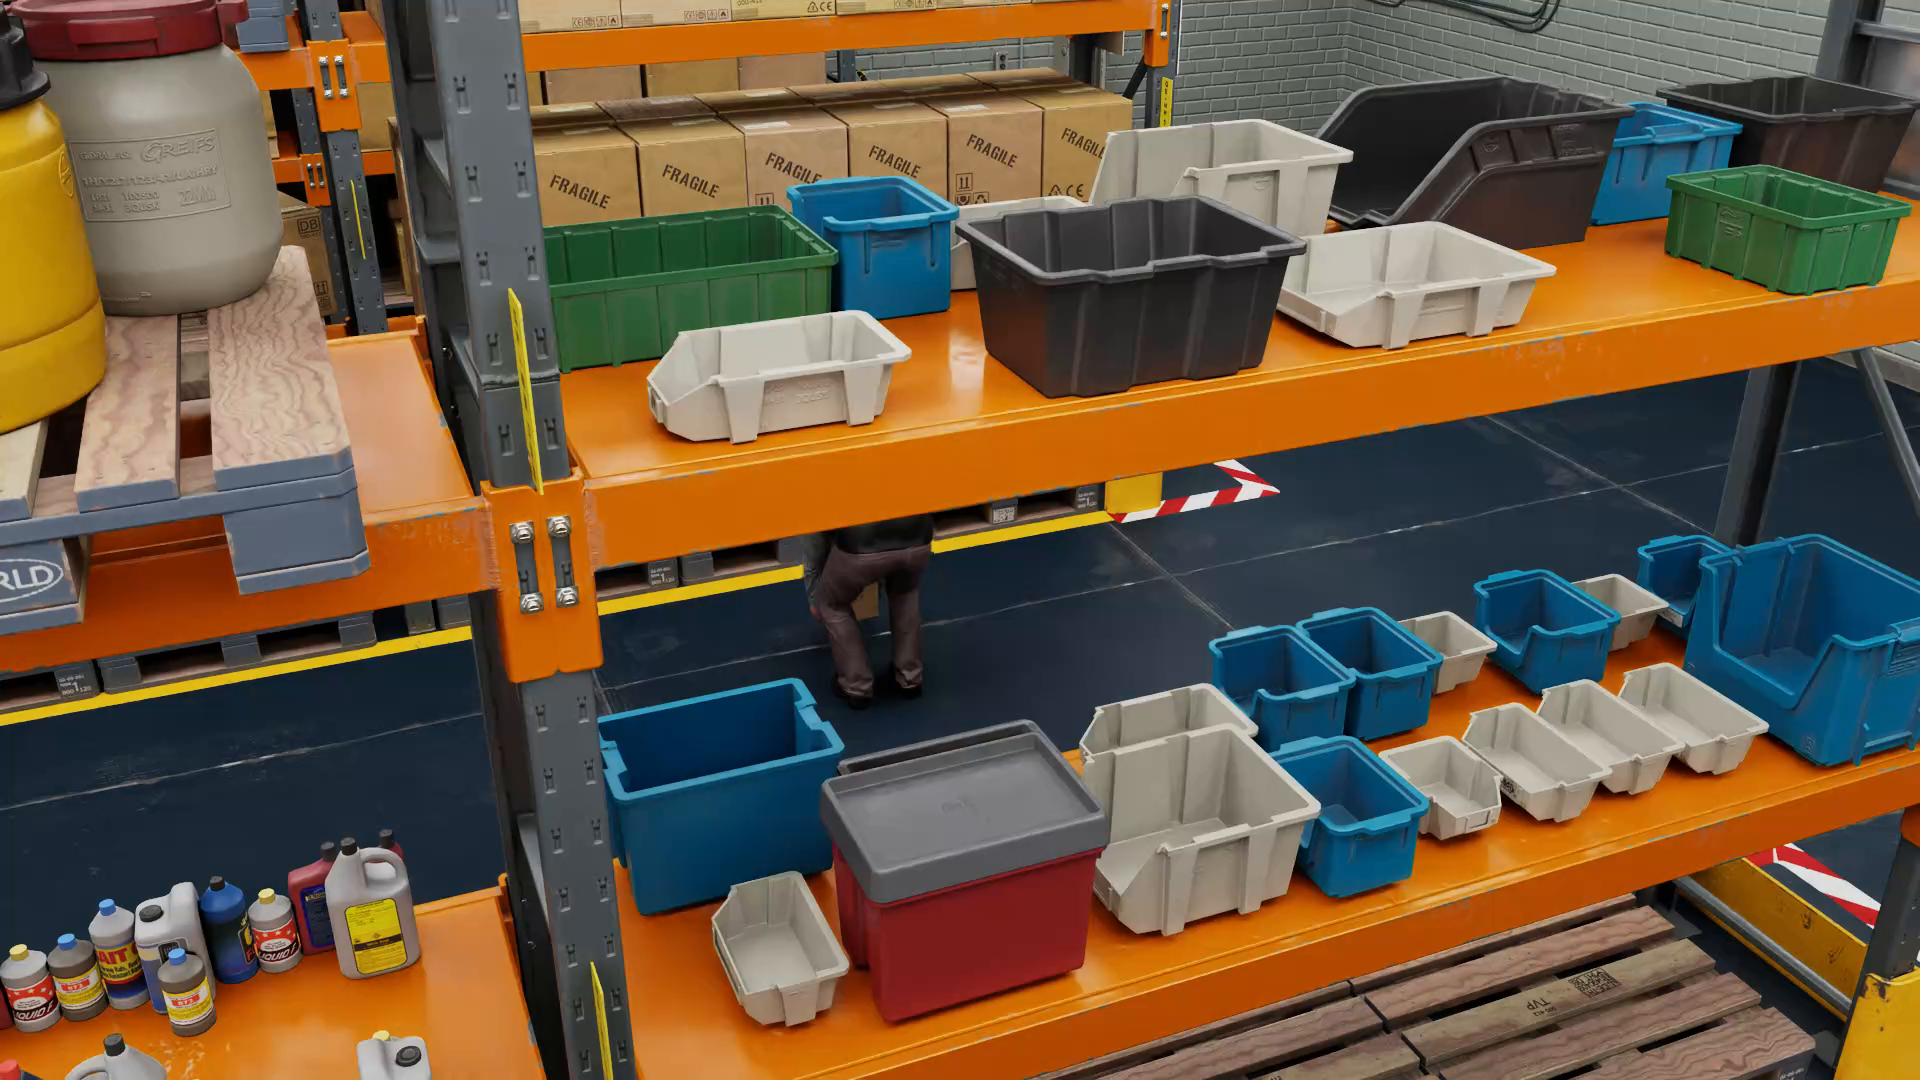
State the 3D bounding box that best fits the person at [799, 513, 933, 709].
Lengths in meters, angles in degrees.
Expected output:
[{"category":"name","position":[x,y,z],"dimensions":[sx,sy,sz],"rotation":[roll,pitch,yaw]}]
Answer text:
[{"category":"person","position":[-0.464,0.130,7.612],"dimensions":[0.484,1.077,0.959],"rotation":[-12,28,-23]}]
